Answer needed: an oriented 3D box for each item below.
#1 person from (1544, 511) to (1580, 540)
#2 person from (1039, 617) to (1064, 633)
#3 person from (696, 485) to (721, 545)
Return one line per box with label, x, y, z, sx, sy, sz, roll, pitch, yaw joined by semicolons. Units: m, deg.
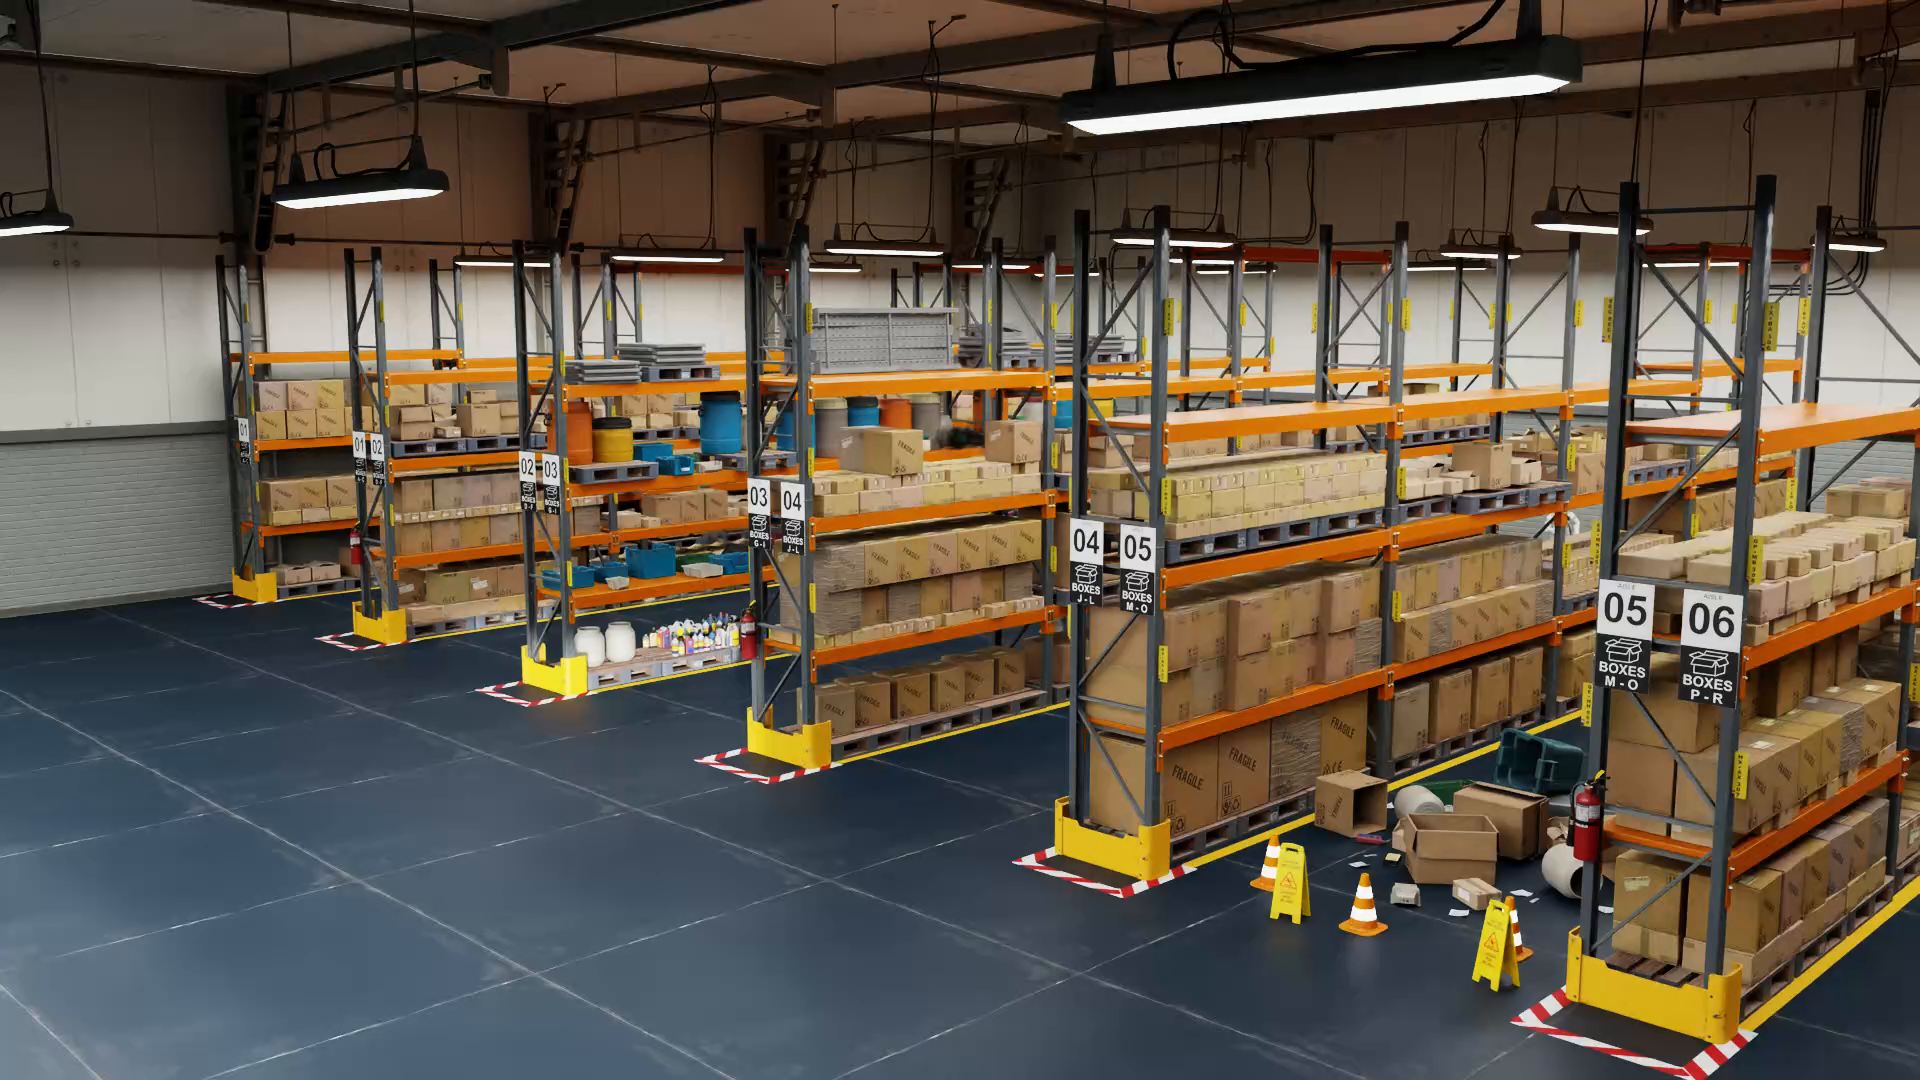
person;10.867;0.071;30.098;0.591;1.743;0.816;4;9;24
person;1.207;0.624;24.548;0.810;1.608;0.740;-4;9;-28
person;-5.078;-0.383;33.756;0.557;1.571;0.740;4;9;25
